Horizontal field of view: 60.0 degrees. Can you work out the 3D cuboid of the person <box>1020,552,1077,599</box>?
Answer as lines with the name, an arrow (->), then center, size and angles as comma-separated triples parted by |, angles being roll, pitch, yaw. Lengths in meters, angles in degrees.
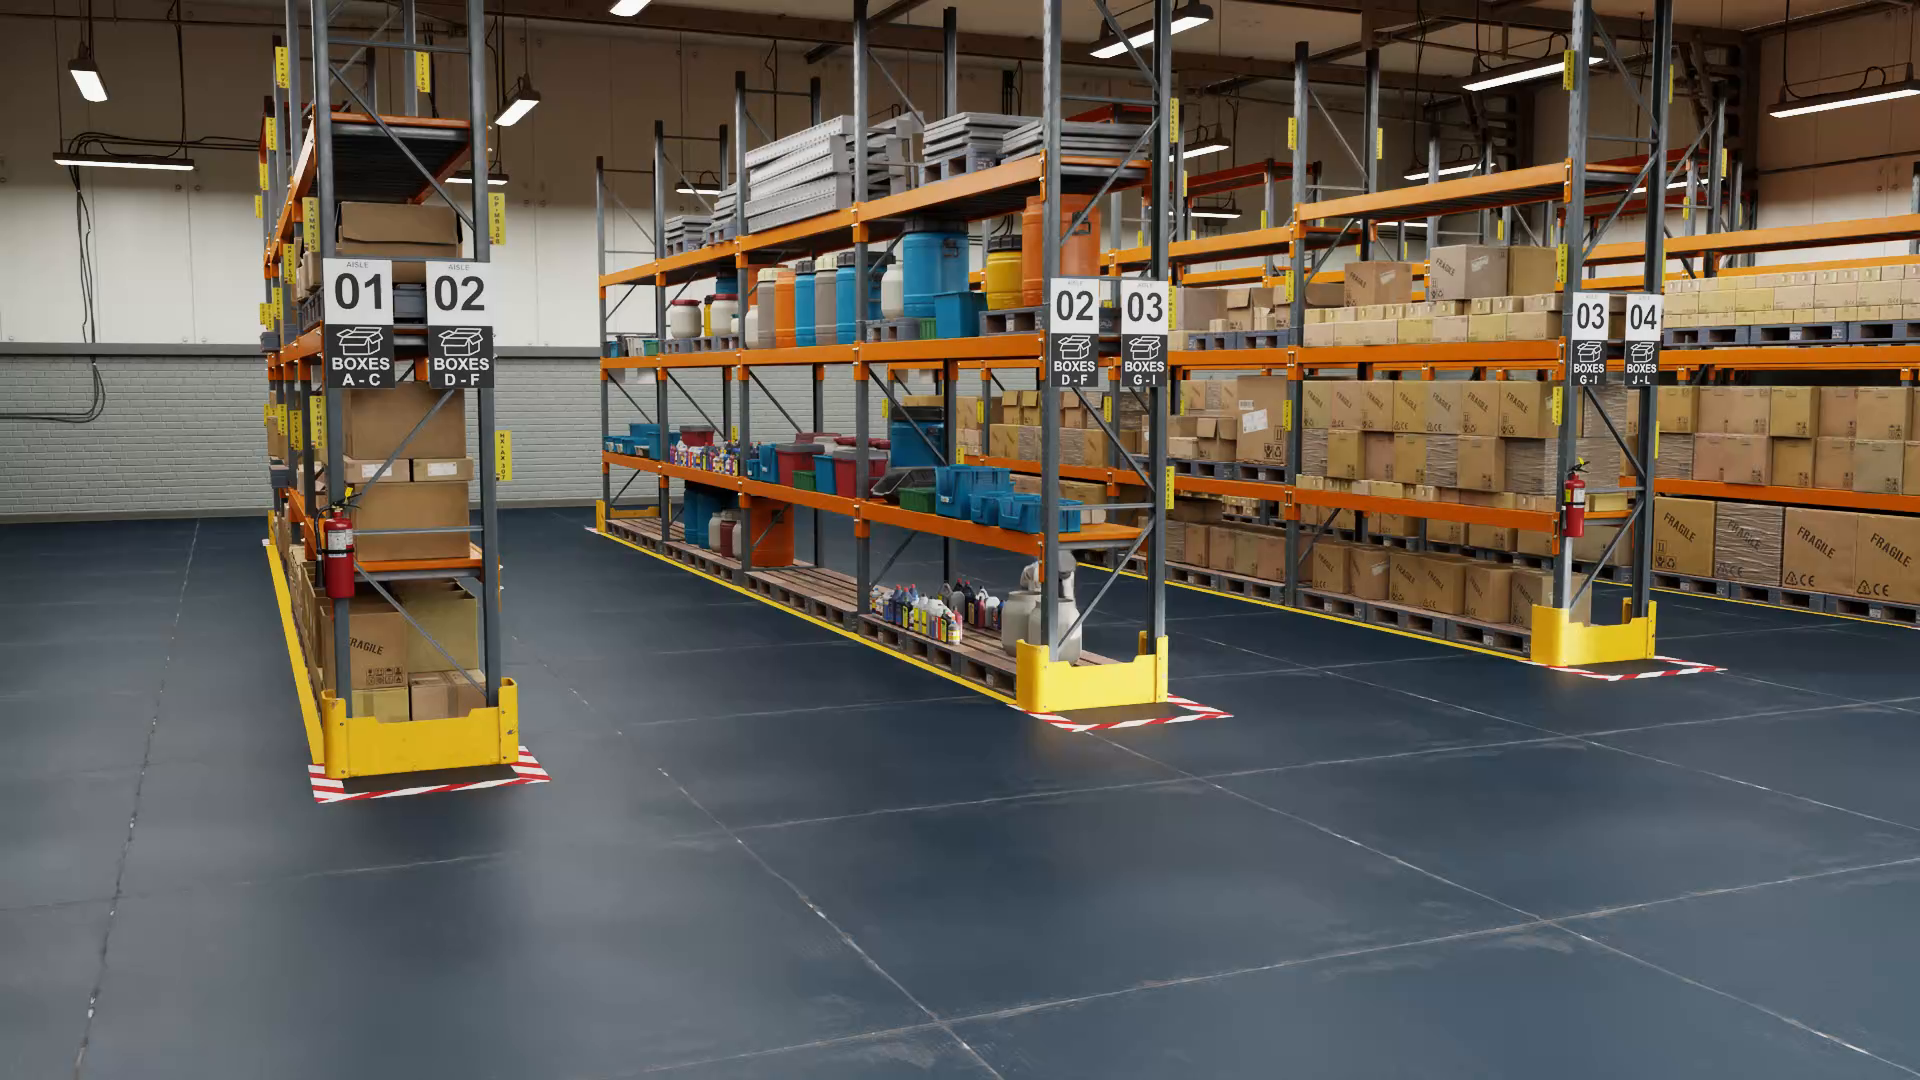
person -> 0.903, 0.508, 16.727 | 0.464, 0.841, 0.892 | -2, 6, -16
